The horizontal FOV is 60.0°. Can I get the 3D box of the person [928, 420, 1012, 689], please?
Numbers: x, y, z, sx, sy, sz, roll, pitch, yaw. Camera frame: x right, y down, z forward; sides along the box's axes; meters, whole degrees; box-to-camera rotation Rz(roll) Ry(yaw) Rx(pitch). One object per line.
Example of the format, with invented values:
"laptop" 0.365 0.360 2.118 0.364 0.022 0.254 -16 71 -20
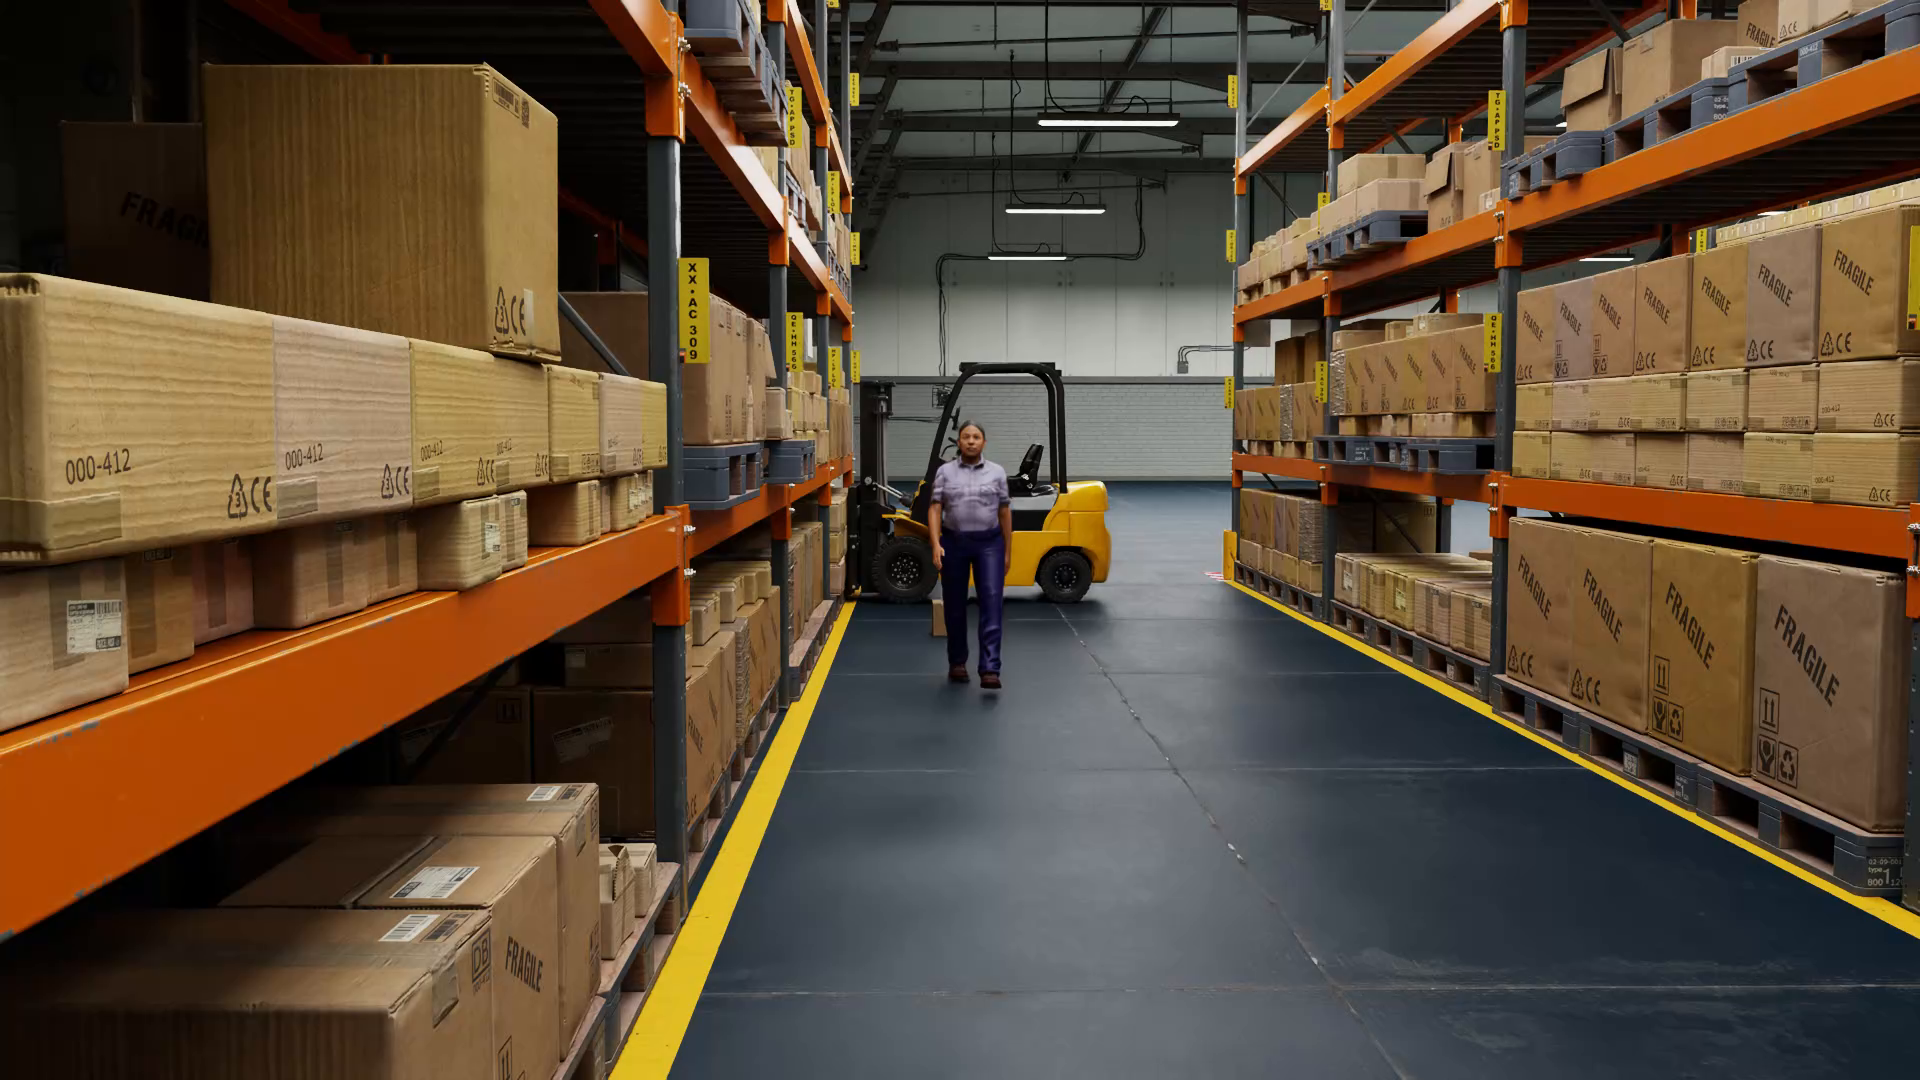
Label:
"person" 0.056 0.076 10.016 0.509 1.600 0.917 0 4 2
